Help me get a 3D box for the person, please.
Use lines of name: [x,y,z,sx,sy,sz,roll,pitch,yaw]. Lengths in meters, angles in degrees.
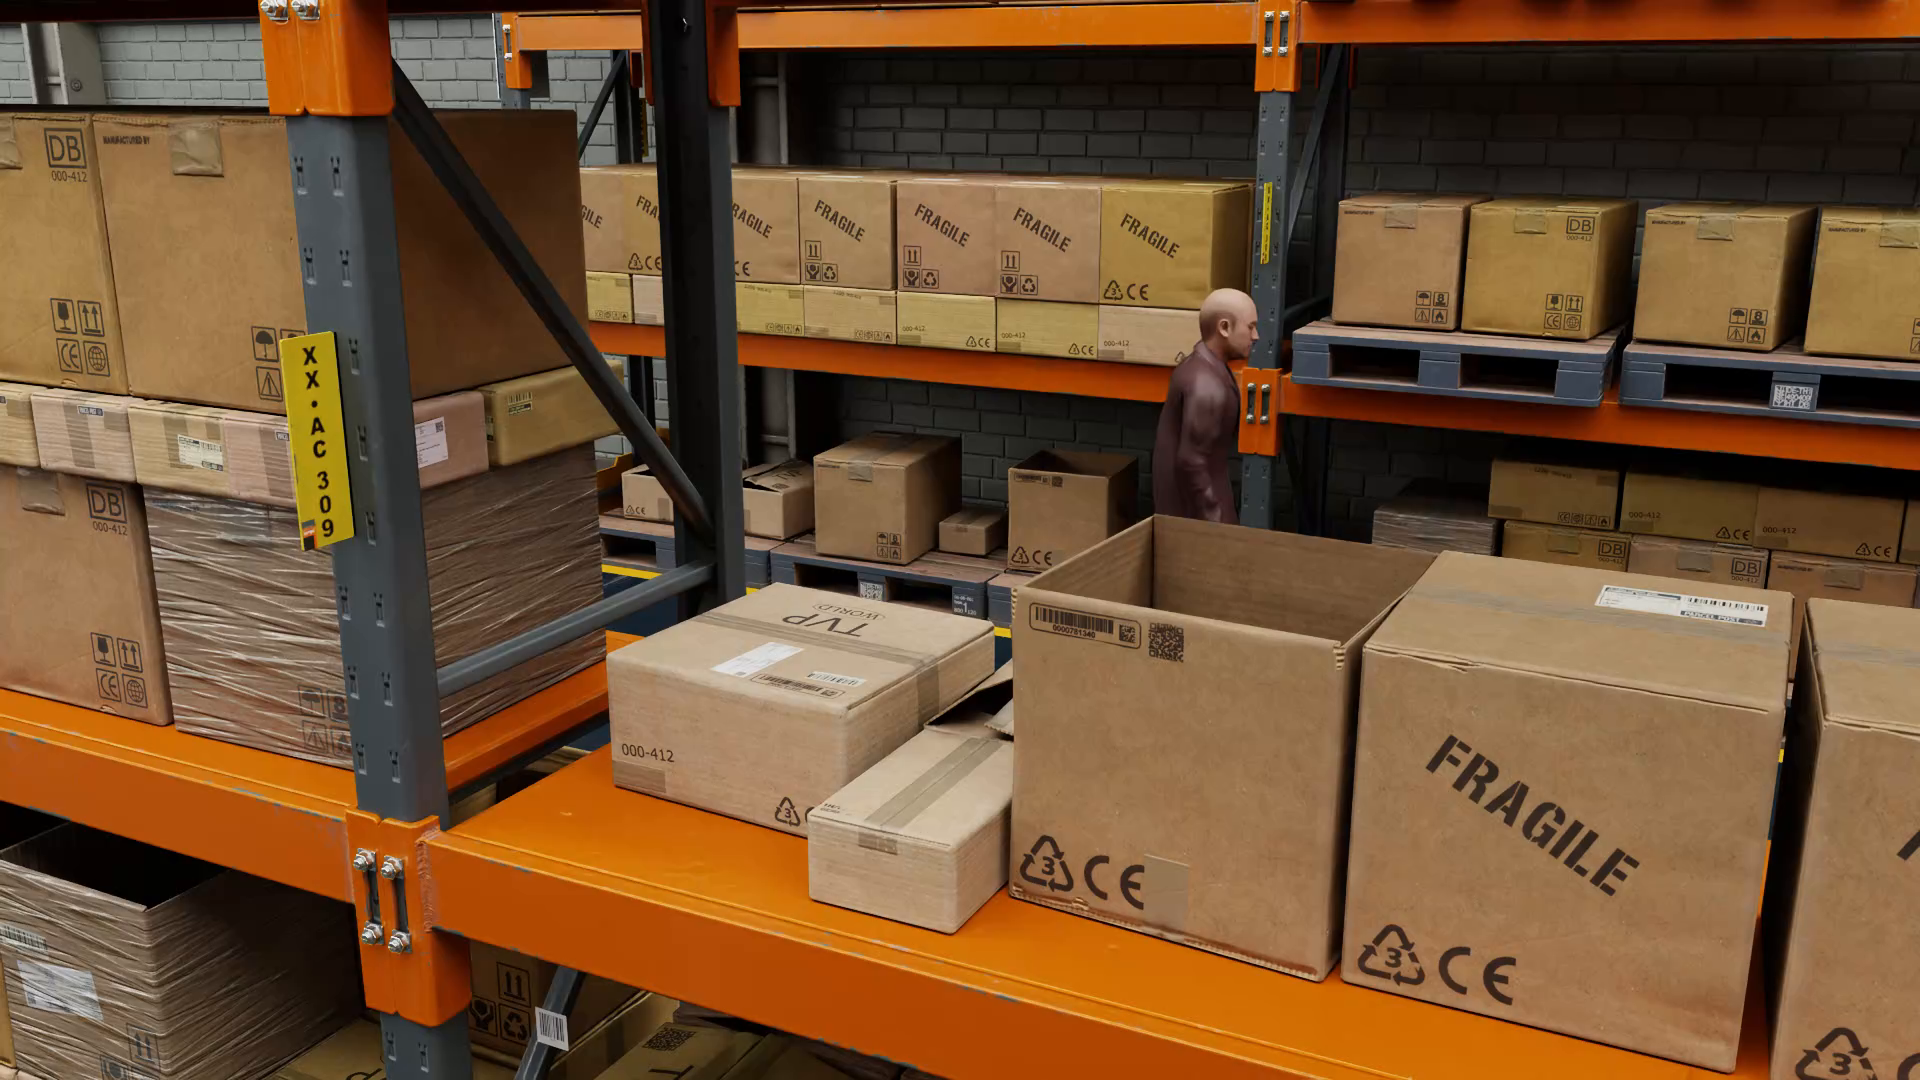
person: [0.928,-0.052,6.240,0.426,1.774,0.622,3,16,10]
